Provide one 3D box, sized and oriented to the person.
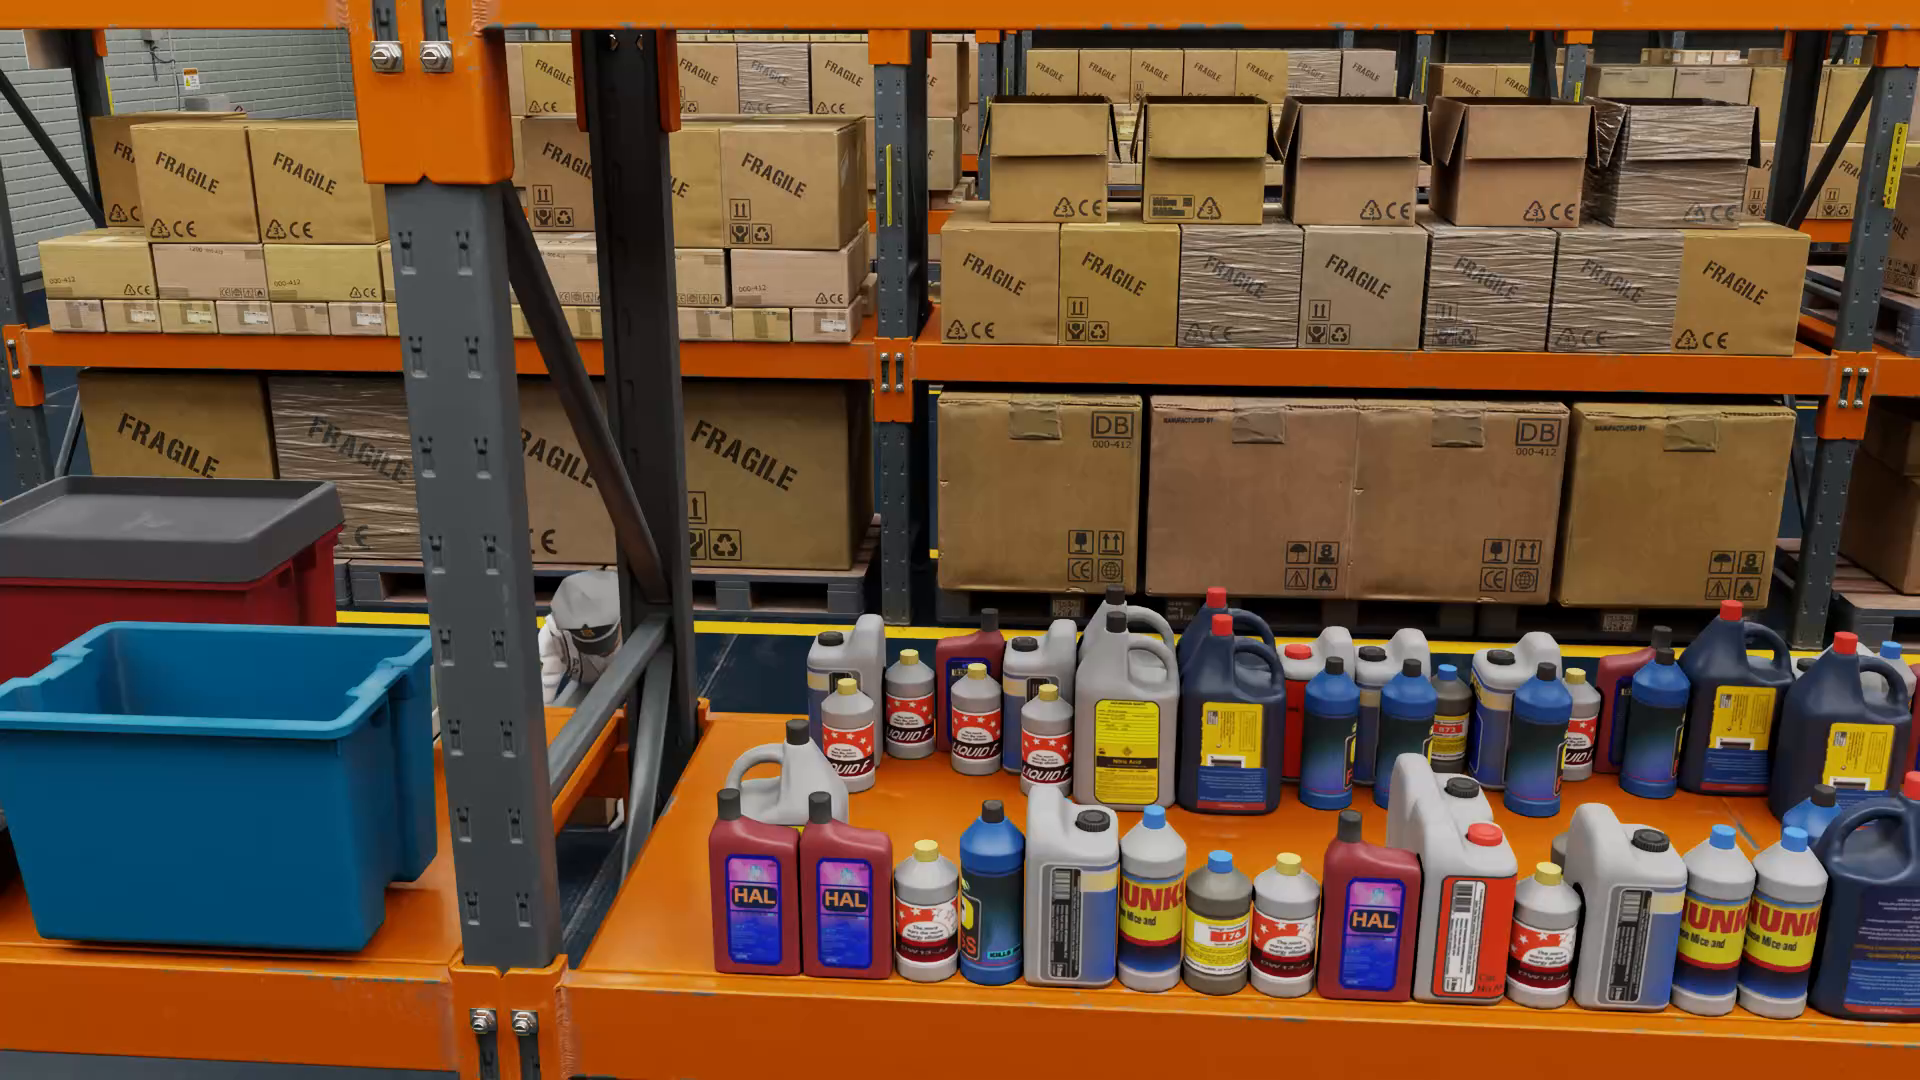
[{"bbox_3d":[-1.204,0.506,5.640,0.498,0.961,0.825,1,18,4],"label":"person"}]
